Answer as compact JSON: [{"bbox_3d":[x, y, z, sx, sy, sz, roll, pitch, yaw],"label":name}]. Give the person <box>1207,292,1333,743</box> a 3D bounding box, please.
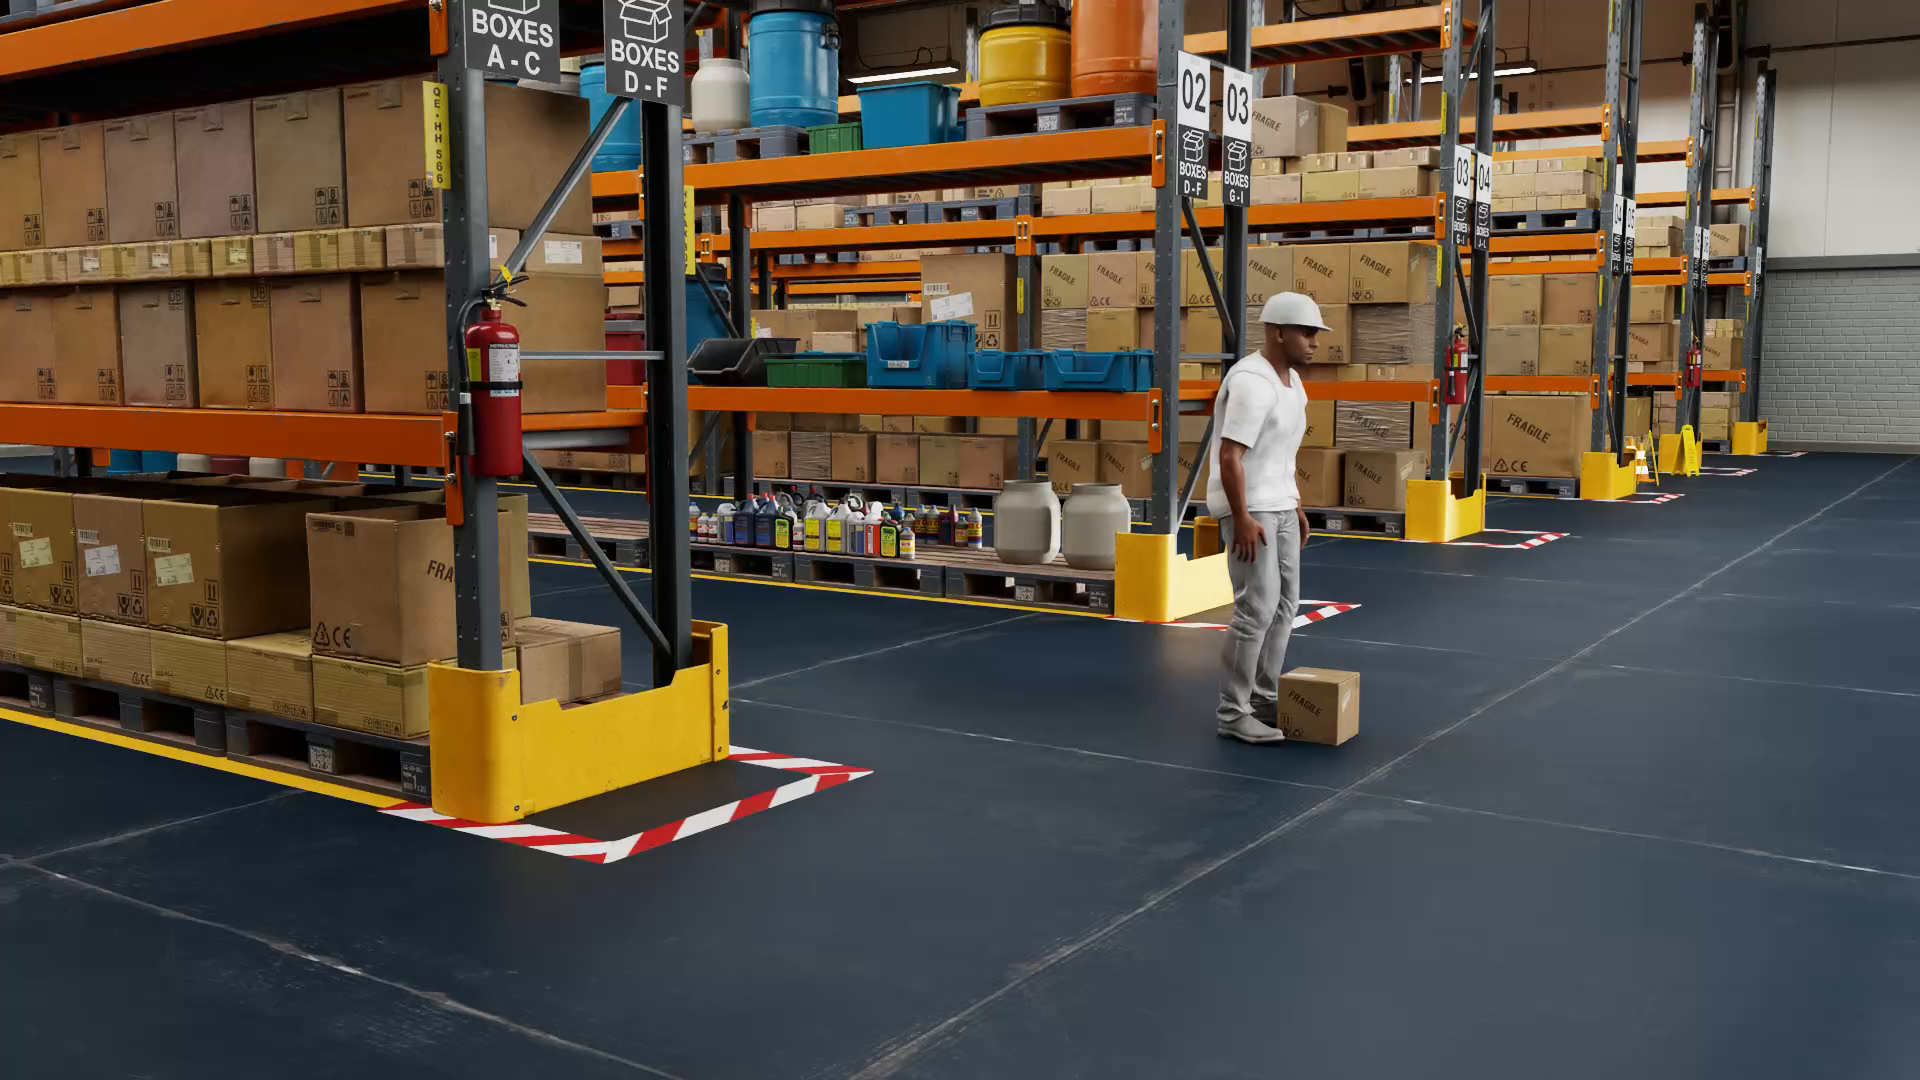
[{"bbox_3d":[1.236,-0.104,6.644,0.463,1.760,0.631,4,7,33],"label":"person"}]
